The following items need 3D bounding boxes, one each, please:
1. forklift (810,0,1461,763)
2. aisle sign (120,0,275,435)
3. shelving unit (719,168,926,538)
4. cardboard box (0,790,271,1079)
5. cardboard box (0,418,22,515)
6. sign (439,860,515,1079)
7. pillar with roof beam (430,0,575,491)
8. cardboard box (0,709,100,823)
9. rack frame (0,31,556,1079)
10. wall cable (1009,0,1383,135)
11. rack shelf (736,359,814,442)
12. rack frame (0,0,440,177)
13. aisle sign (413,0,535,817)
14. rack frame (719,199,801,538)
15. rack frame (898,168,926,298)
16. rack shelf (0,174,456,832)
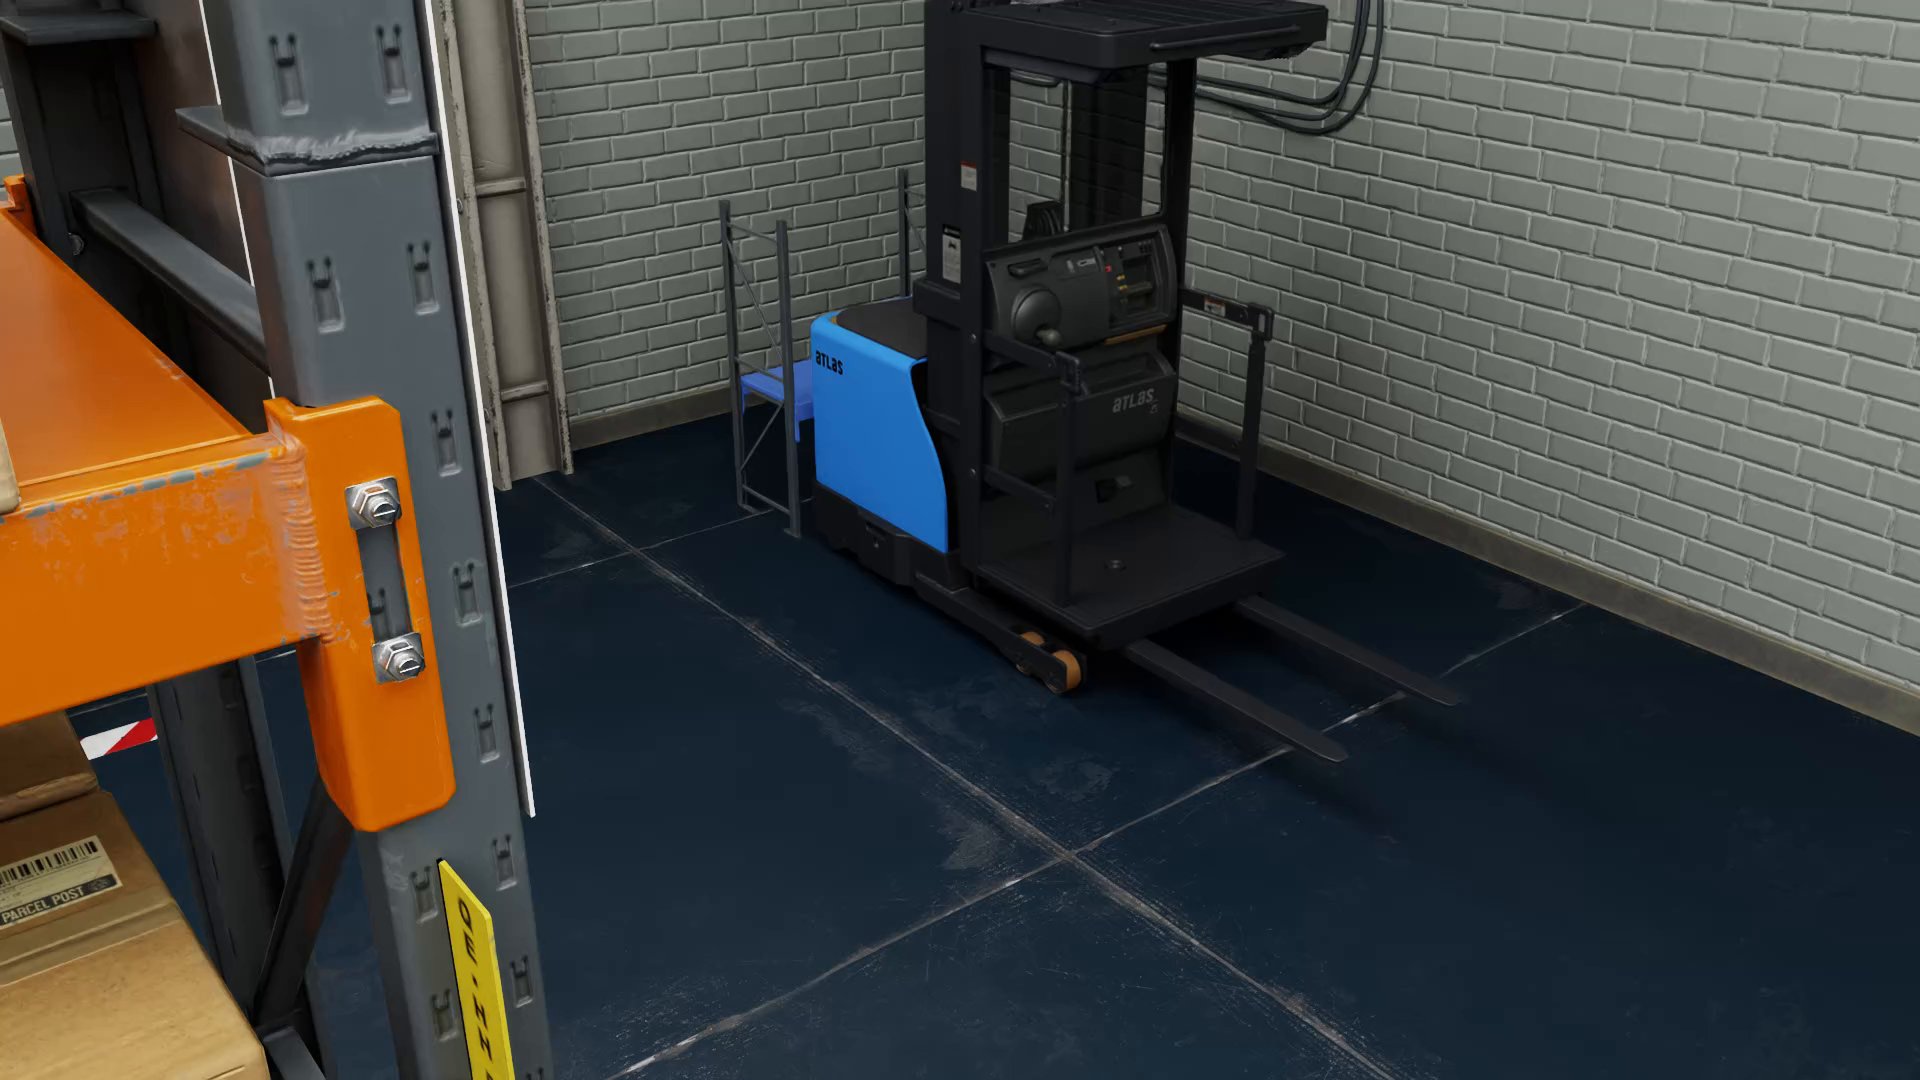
[{"bbox_3d":[0.619,-0.969,6.356,1.130,2.935,3.031,-18,30,-34],"label":"forklift"},{"bbox_3d":[-0.876,-0.372,1.900,0.004,0.787,0.394,-18,31,-34],"label":"aisle sign"},{"bbox_3d":[-0.522,-0.909,7.927,1.048,1.500,0.538,-19,31,-35],"label":"shelving unit"},{"bbox_3d":[-0.929,0.630,1.523,0.500,0.500,0.500,-19,31,-34],"label":"cardboard box"},{"bbox_3d":[-0.990,-0.150,1.124,0.500,0.250,0.500,-18,31,-34],"label":"cardboard box"},{"bbox_3d":[-0.422,0.443,1.482,0.005,0.325,0.100,-18,31,-34],"label":"sign"},{"bbox_3d":[0.439,-3.001,3.527,0.400,9.000,9.100,-18,31,-34],"label":"pillar with roof beam"},{"bbox_3d":[-1.260,0.451,1.908,0.500,0.500,0.500,-17,30,-33],"label":"cardboard box"},{"bbox_3d":[-0.749,0.922,2.200,0.127,3.000,1.000,-18,31,-34],"label":"rack frame"},{"bbox_3d":[0.863,-3.381,8.035,0.112,2.526,3.097,-18,31,-34],"label":"wall cable"},{"bbox_3d":[-0.522,-0.746,8.003,1.000,0.185,0.538,-19,31,-35],"label":"rack shelf"},{"bbox_3d":[-0.749,-1.799,0.937,0.127,3.000,1.000,-18,31,-34],"label":"rack frame"},{"bbox_3d":[-0.506,-0.173,1.472,0.004,0.787,0.394,-18,31,-34],"label":"aisle sign"},{"bbox_3d":[-0.914,-0.773,7.634,0.032,1.500,0.500,-19,31,-35],"label":"rack frame"},{"bbox_3d":[-0.130,-1.045,8.221,0.032,1.500,0.500,-19,31,-35],"label":"rack frame"},{"bbox_3d":[-2.322,0.407,0.600,4.000,0.370,1.077,-18,31,-34],"label":"rack shelf"}]
